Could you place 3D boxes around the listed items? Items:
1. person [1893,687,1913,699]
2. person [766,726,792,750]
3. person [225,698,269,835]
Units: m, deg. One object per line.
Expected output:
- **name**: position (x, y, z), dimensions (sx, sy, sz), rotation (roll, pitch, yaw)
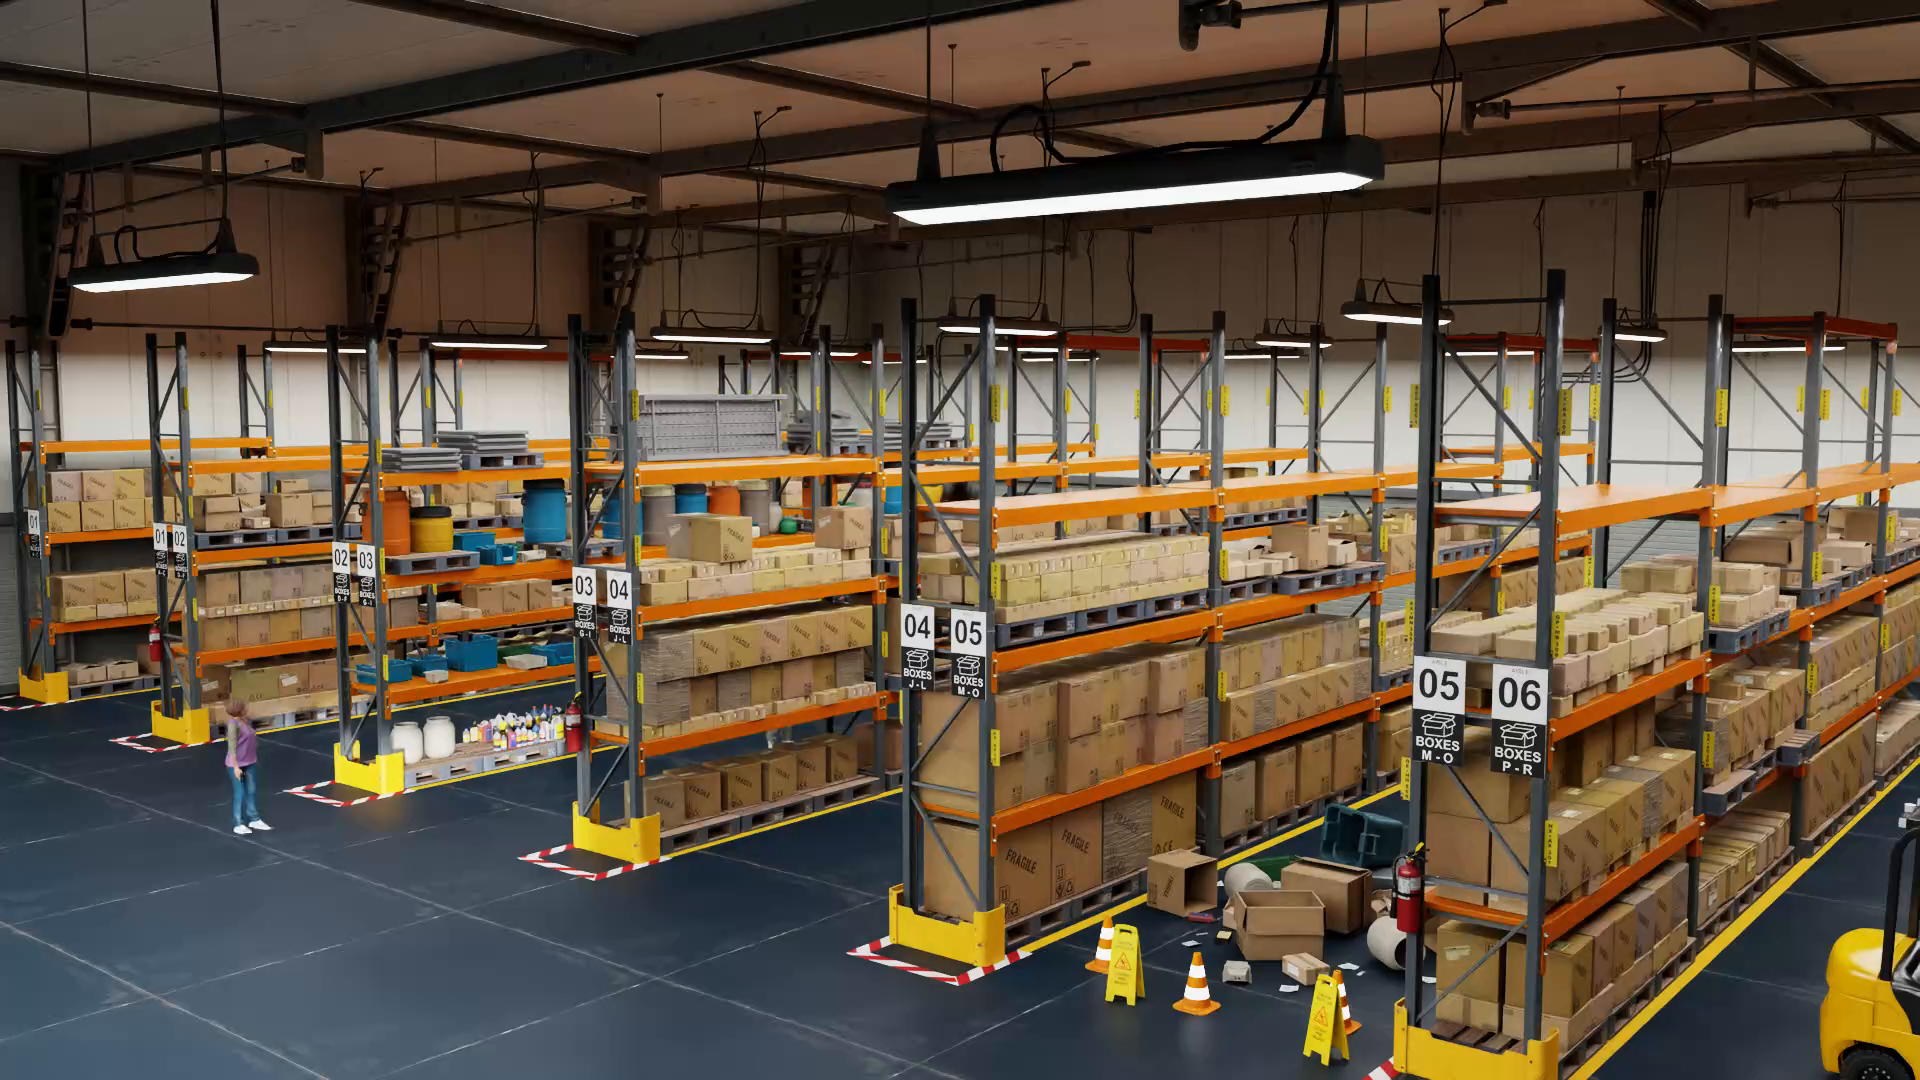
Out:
- **person**: position (14.998, 1.852, 27.127), dimensions (1.024, 1.741, 0.646), rotation (3, 6, 32)
- **person**: position (-2.492, 2.079, 23.311), dimensions (0.476, 1.721, 0.414), rotation (-4, 6, -36)
- **person**: position (-8.371, 2.632, 19.439), dimensions (0.375, 1.604, 0.478), rotation (1, 5, 14)
